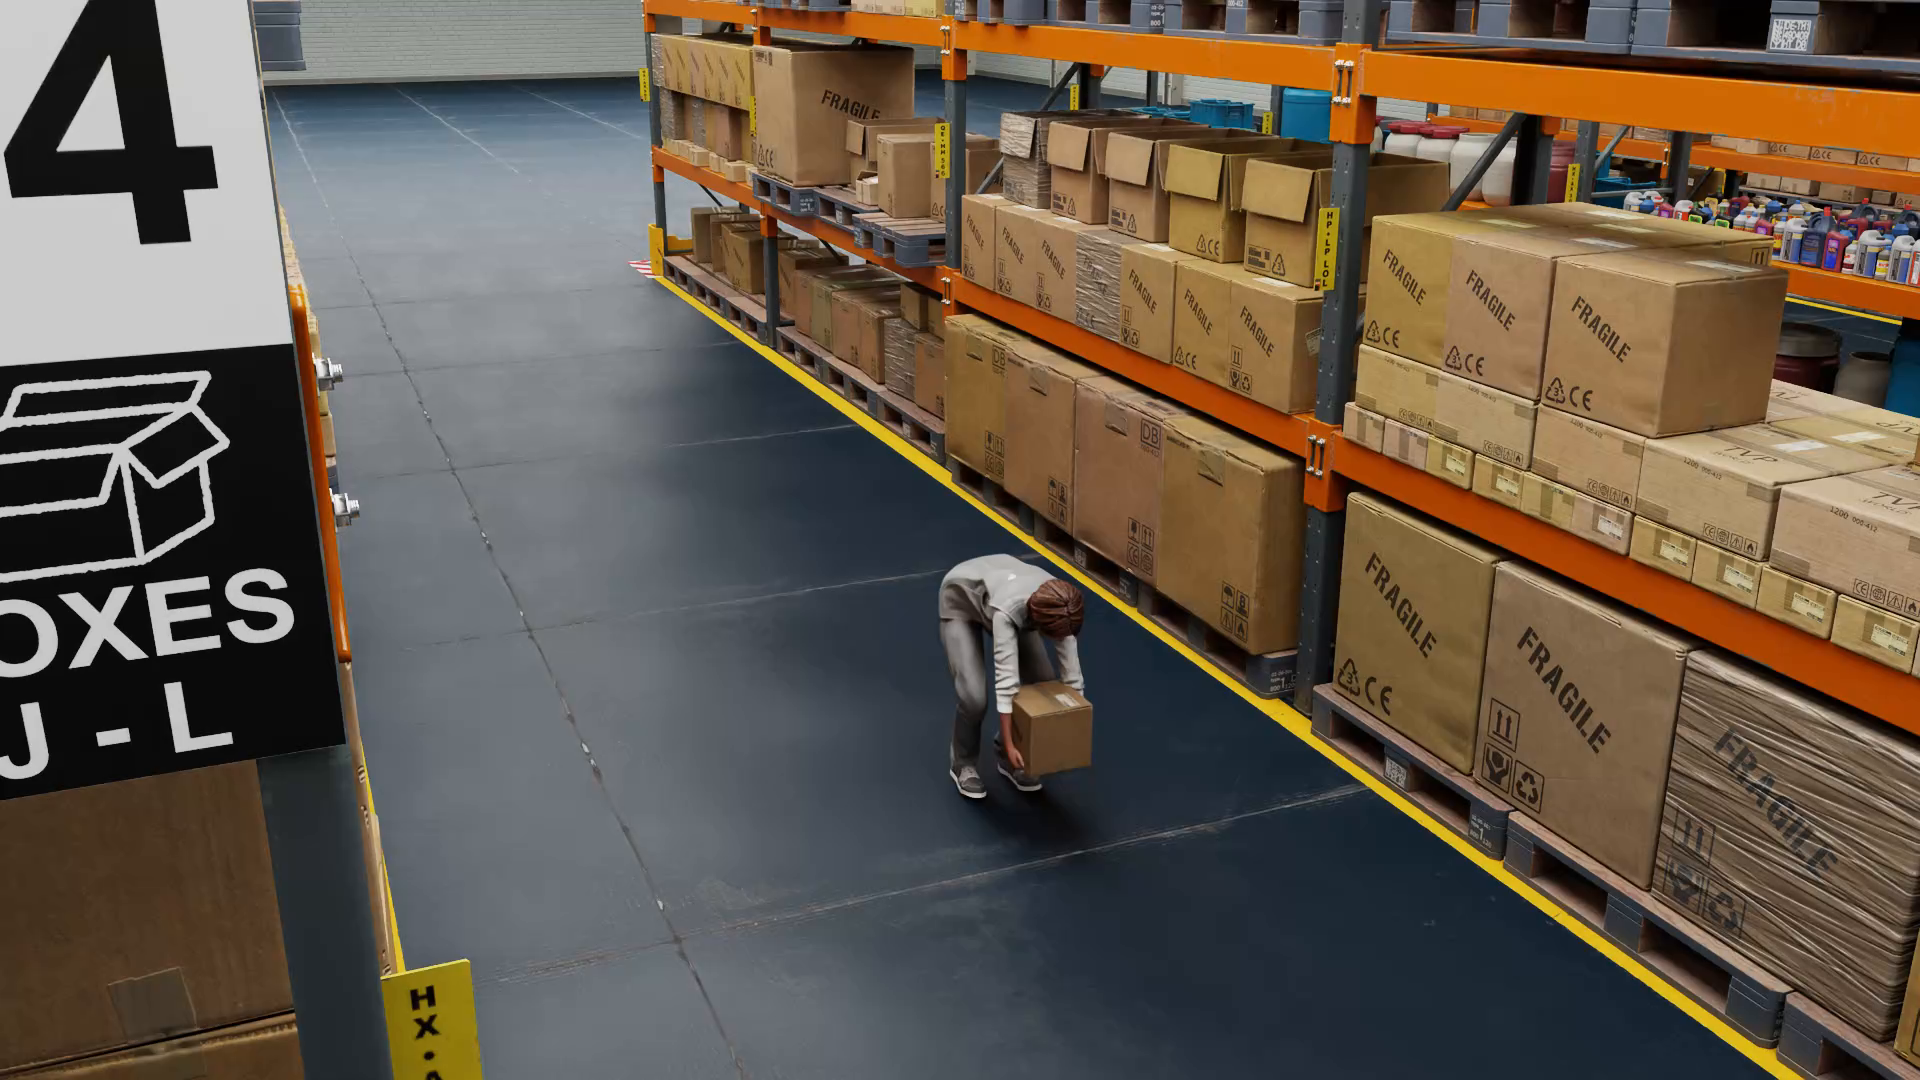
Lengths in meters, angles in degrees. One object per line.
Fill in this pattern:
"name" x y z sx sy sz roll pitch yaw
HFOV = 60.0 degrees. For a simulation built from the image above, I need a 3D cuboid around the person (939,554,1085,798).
"person" 0.203 0.545 6.396 0.411 1.018 0.857 -9 21 -25
